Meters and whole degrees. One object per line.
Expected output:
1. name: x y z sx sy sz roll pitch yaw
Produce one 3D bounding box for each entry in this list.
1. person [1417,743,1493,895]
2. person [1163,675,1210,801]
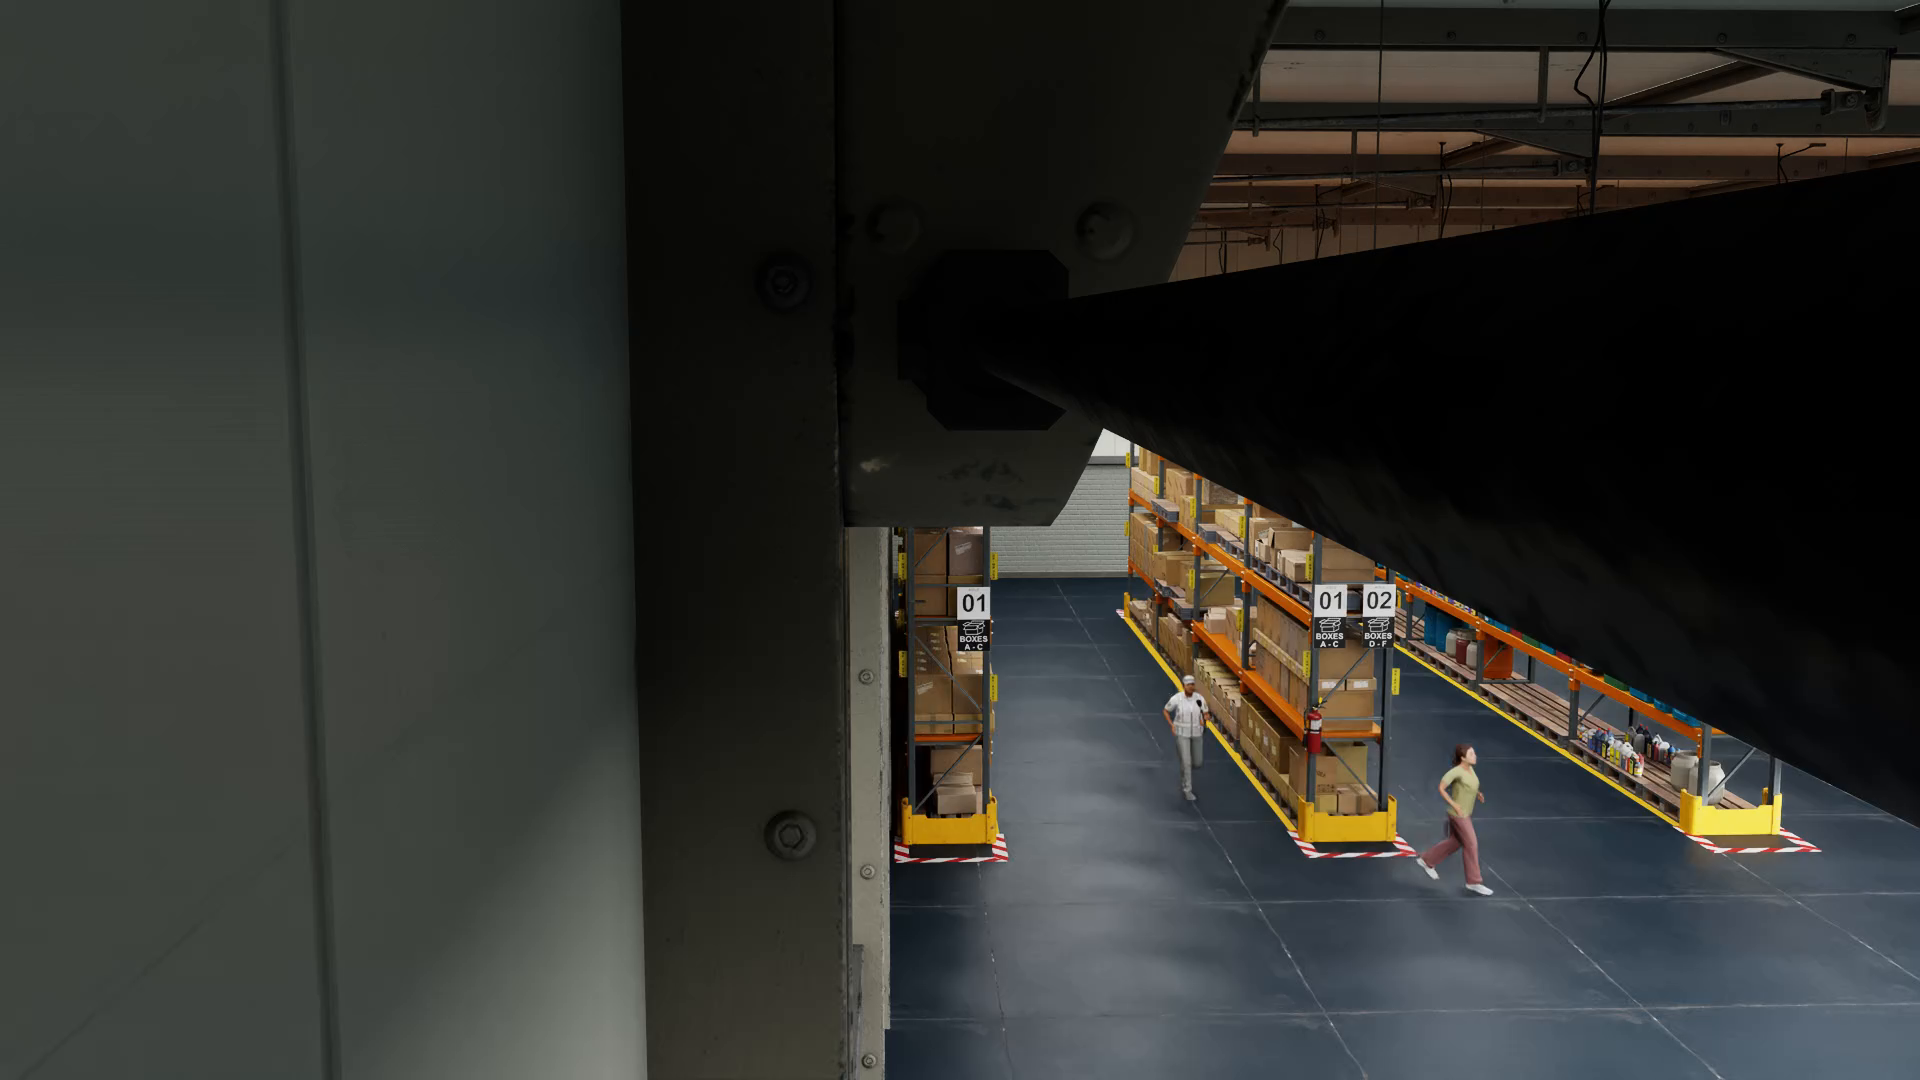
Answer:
1. person: 5.606 3.093 18.732 0.885 1.674 0.574 5 9 33
2. person: 3.082 2.639 22.553 0.620 1.634 0.823 -1 7 -9
